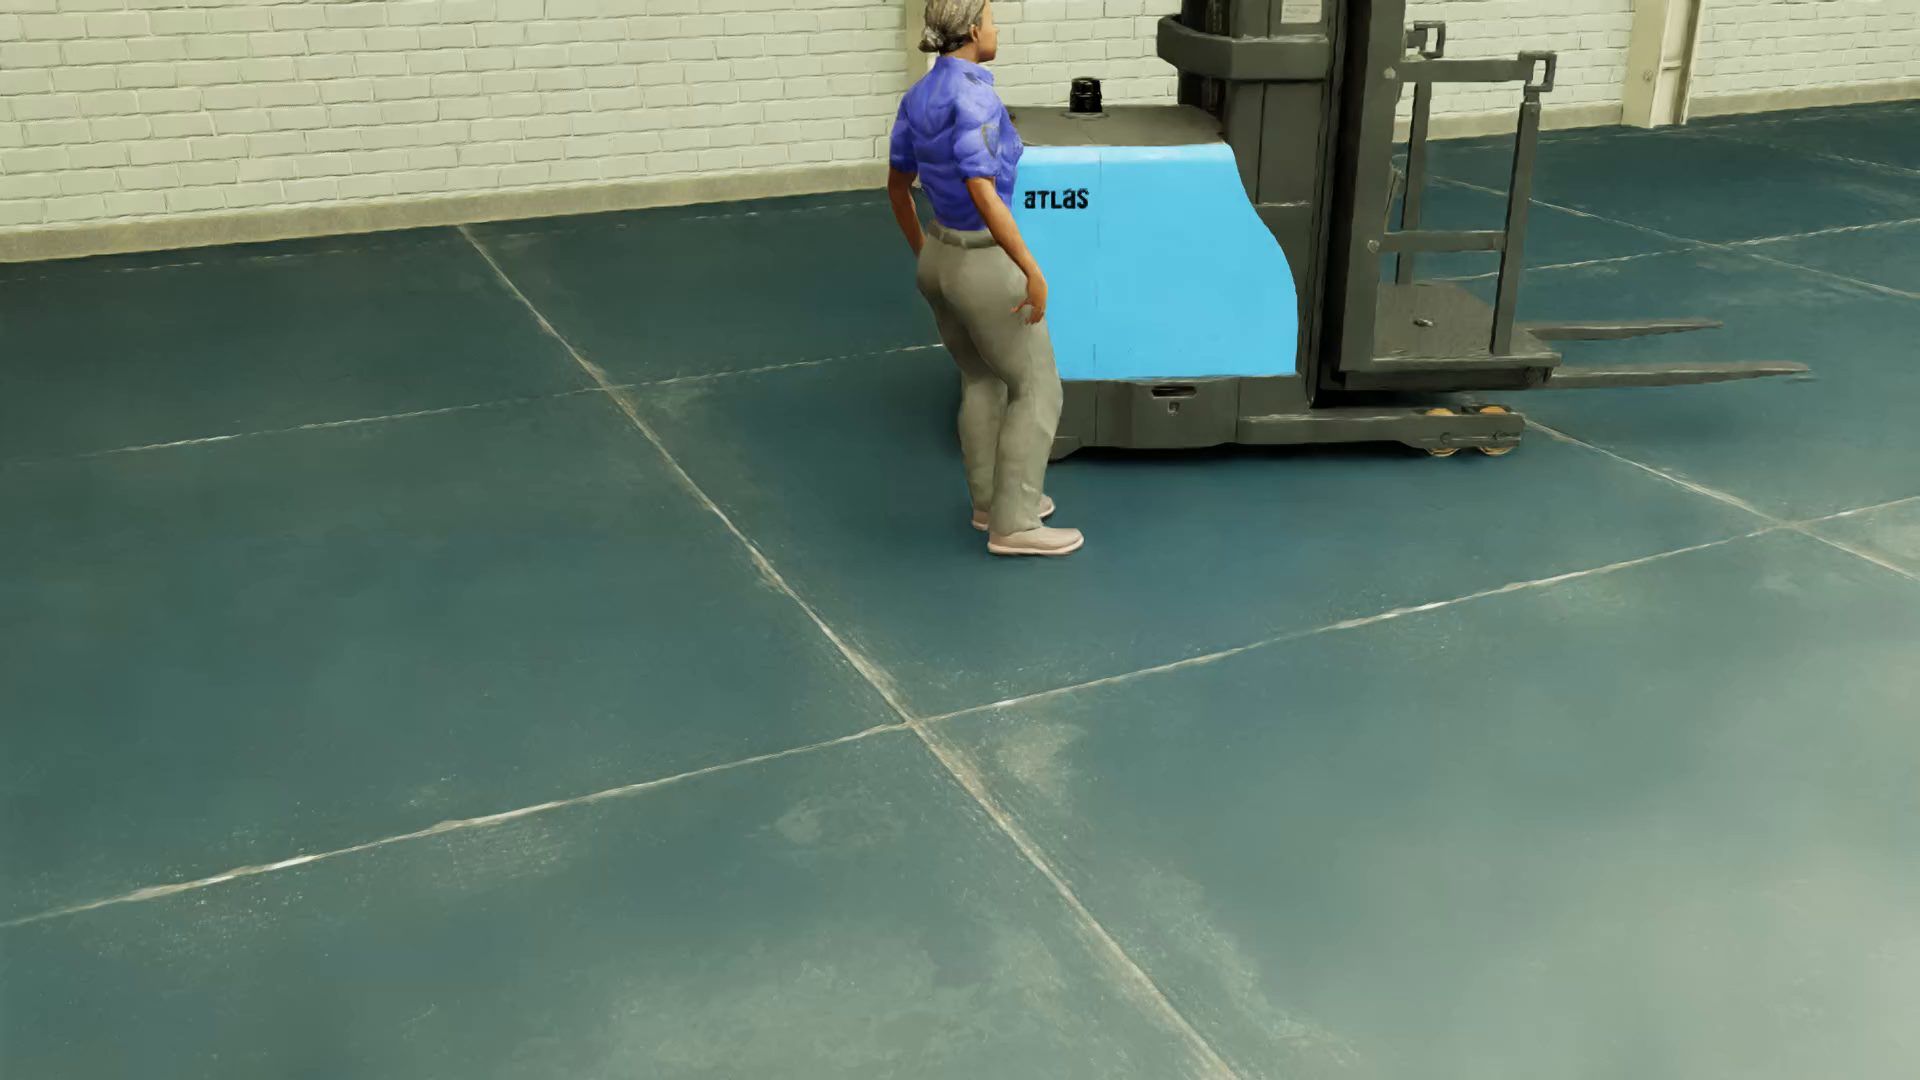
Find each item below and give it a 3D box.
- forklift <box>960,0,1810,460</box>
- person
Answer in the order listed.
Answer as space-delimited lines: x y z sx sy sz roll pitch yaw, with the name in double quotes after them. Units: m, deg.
1.545 -1.844 5.726 3.031 2.935 1.130 -2 23 -5 "forklift"
0.105 -0.779 4.883 0.470 1.620 0.614 -12 25 -26 "person"
